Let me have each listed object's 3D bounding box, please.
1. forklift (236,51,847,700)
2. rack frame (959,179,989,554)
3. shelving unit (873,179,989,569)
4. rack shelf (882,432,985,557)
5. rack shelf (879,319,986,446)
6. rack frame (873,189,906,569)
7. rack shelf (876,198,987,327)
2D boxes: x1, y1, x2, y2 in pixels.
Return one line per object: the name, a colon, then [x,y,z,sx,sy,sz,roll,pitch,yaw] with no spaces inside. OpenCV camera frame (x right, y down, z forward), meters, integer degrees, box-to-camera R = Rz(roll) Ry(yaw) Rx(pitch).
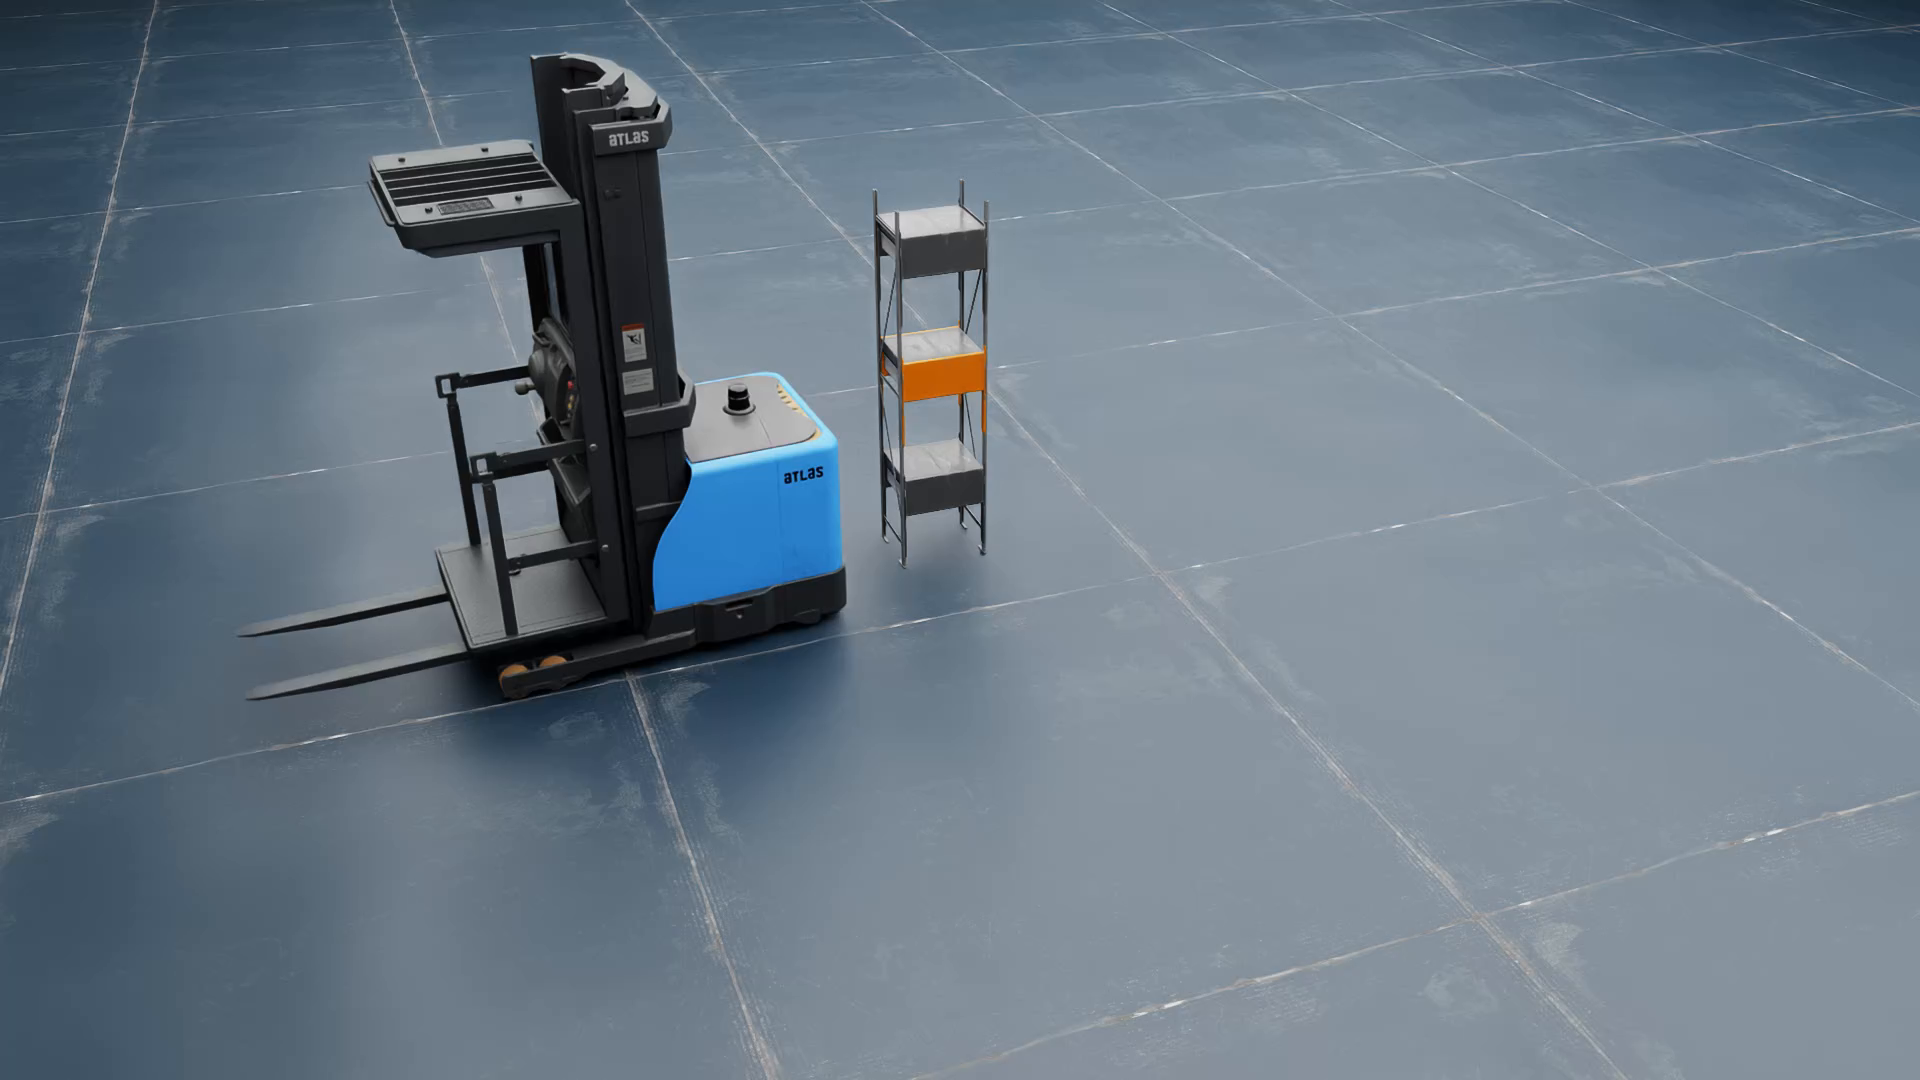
forklift: [-2.176,-0.775,8.150,3.031,2.935,1.130,-13,32,-21]
rack frame: [0.074,-0.926,9.254,0.015,2.100,0.400,-10,31,-18]
shelving unit: [-0.155,-0.884,9.180,0.503,2.100,0.431,-10,31,-18]
rack shelf: [-0.155,-0.264,9.533,0.480,0.518,0.431,-10,31,-18]
rack shelf: [-0.155,-0.872,9.187,0.480,0.518,0.431,-10,31,-18]
rack frame: [-0.384,-0.842,9.106,0.015,2.100,0.400,-10,31,-18]
rack shelf: [-0.155,-1.480,8.840,0.480,0.518,0.431,-10,31,-18]
